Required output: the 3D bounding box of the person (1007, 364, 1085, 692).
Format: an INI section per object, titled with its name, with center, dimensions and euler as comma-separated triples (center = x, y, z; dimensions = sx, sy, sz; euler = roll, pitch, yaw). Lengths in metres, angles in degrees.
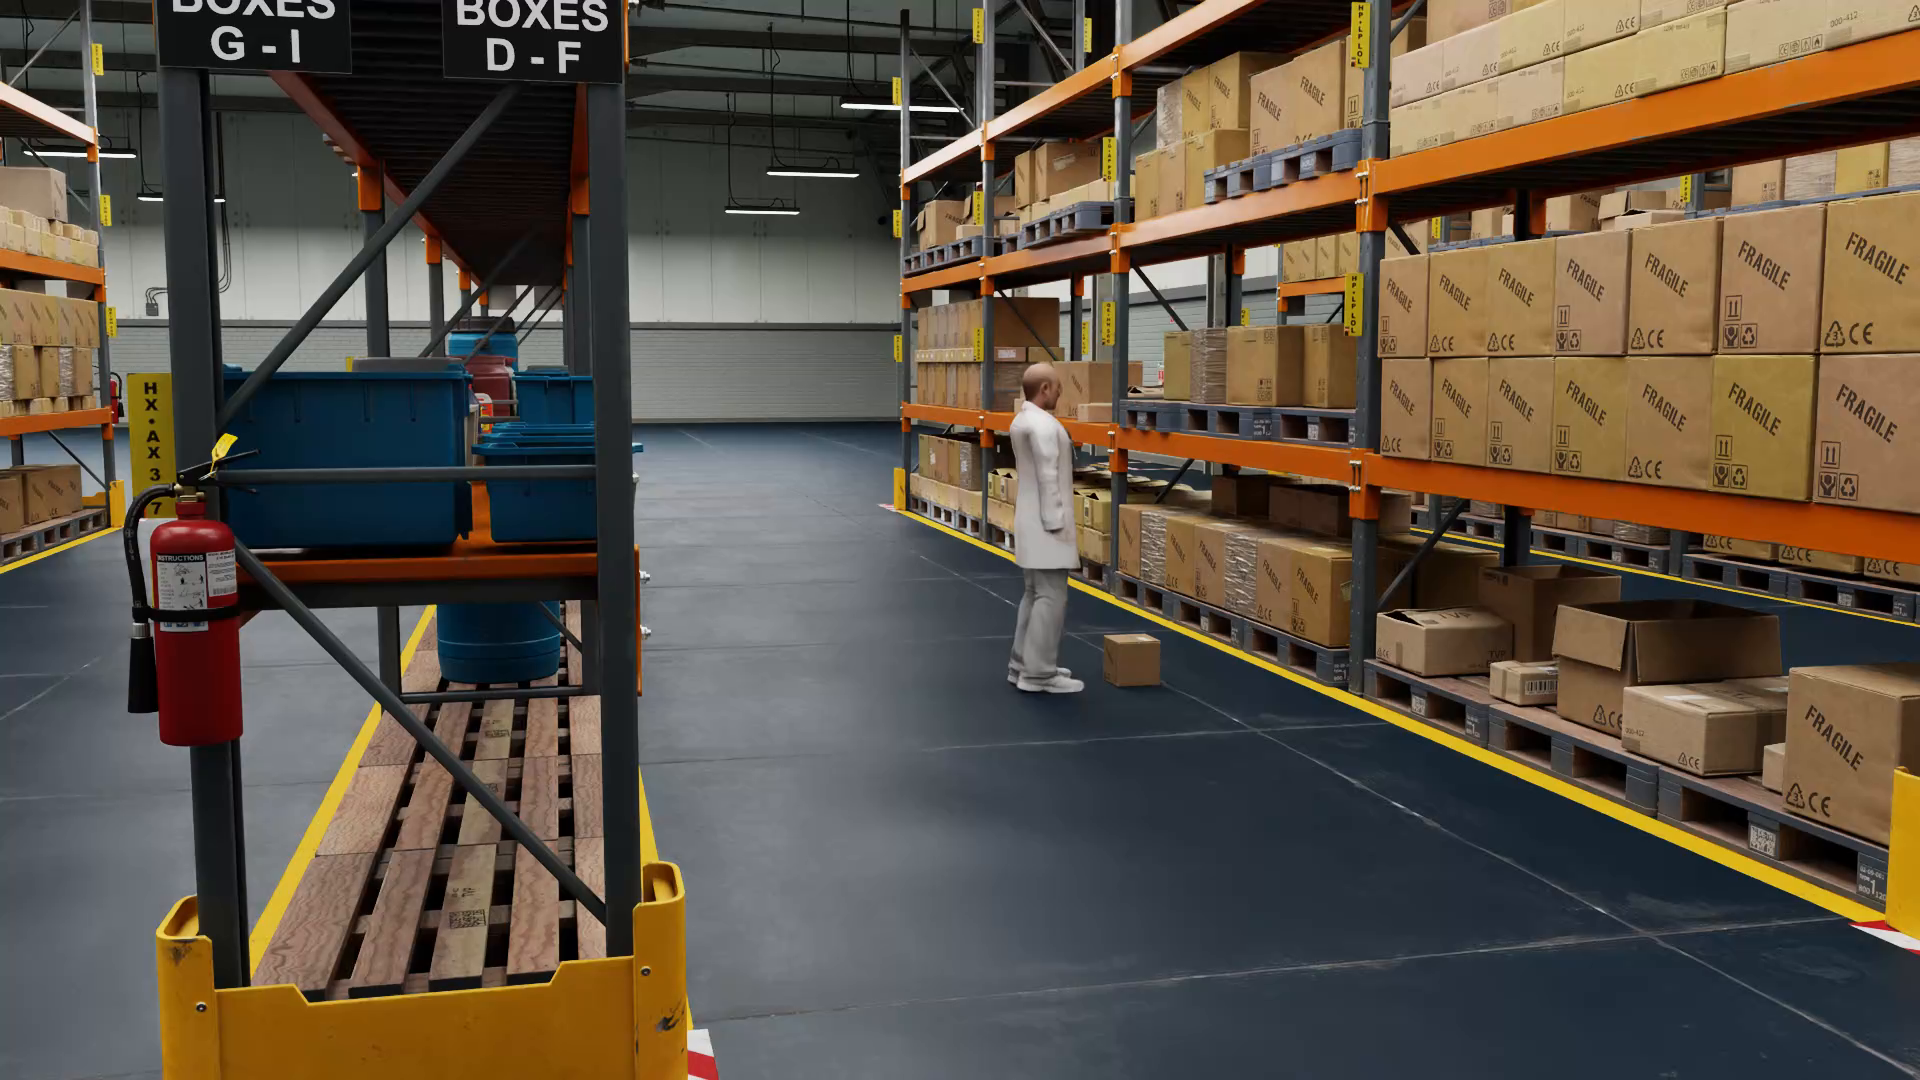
[person]
center = 0.463, -0.071, 9.121
dimensions = 0.383, 1.783, 0.562
euler = -1, 6, -13
